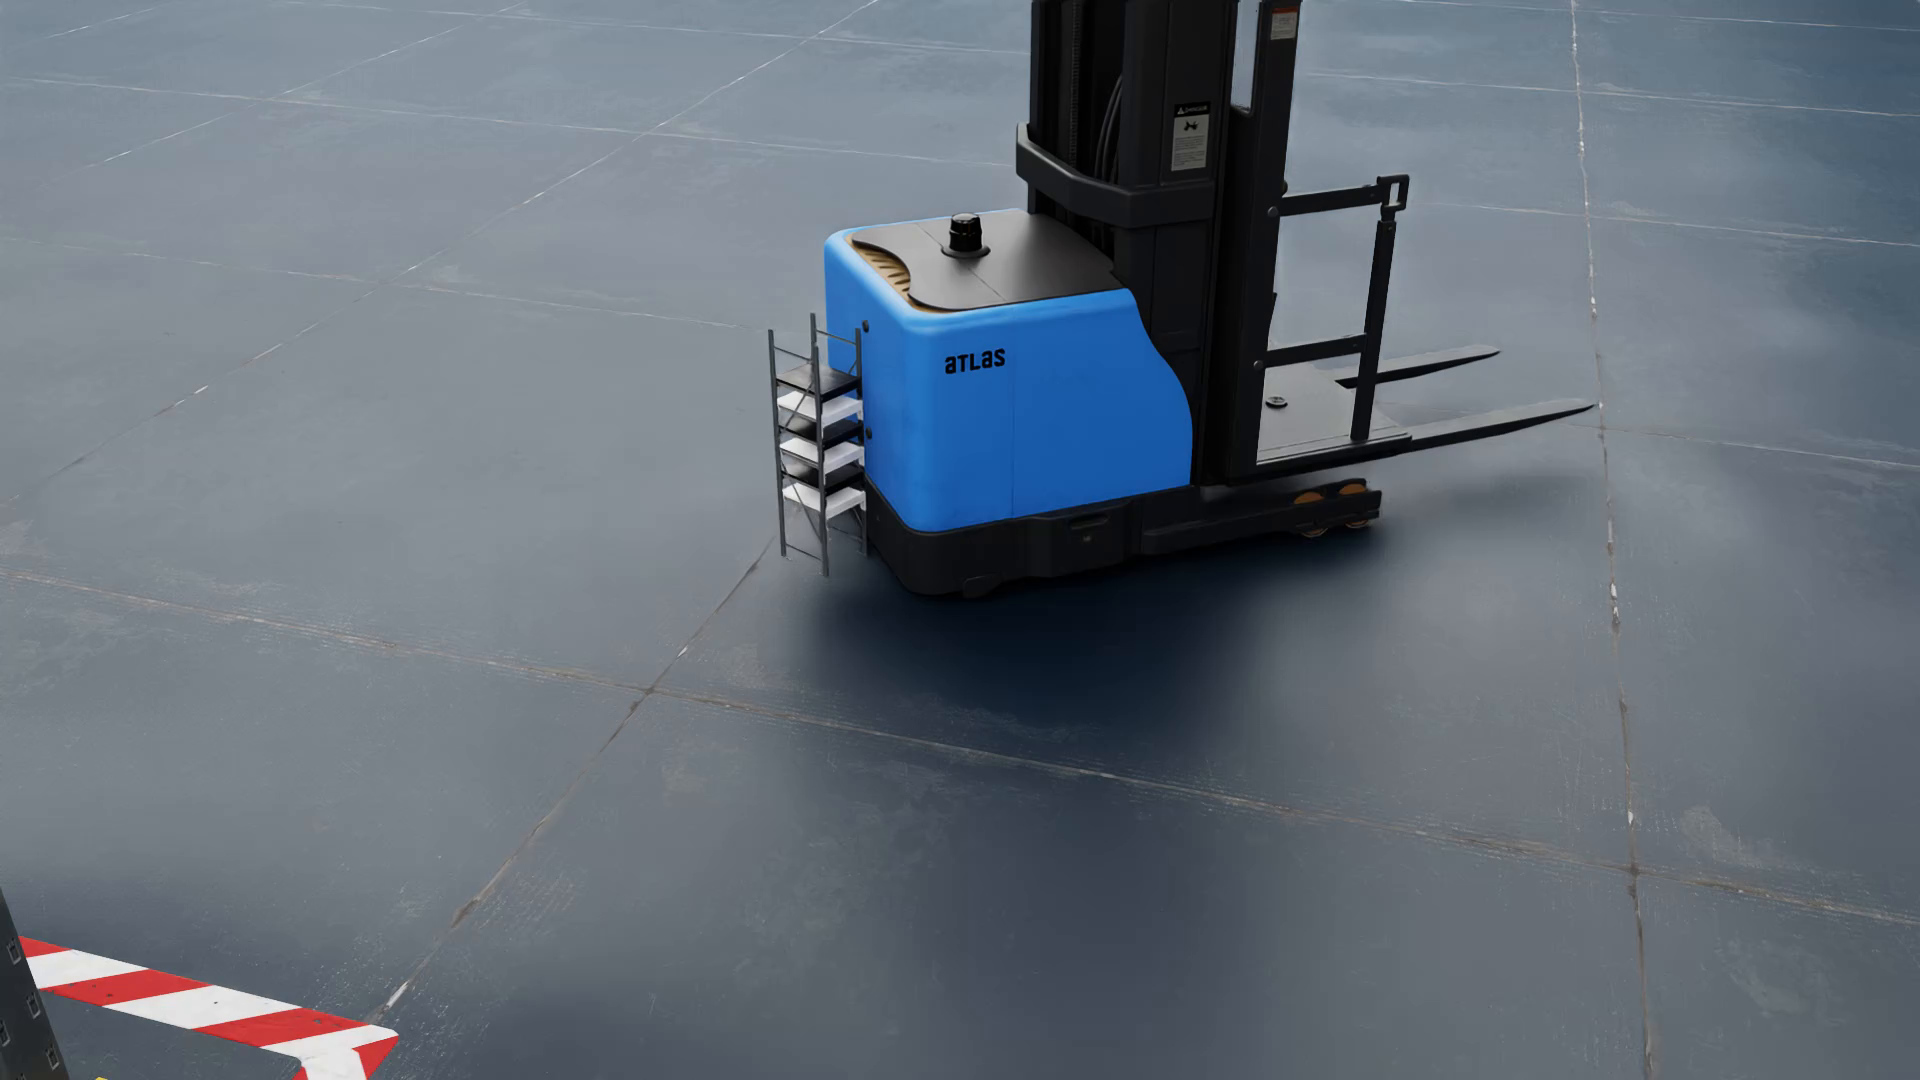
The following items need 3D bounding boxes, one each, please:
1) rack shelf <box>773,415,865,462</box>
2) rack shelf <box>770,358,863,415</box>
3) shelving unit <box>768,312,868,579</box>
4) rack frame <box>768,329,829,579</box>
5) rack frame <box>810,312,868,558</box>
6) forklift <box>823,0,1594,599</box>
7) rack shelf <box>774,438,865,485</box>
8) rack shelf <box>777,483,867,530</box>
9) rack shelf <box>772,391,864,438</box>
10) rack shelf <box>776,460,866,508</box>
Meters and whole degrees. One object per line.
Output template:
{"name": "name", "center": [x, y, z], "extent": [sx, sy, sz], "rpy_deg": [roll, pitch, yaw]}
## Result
{"name": "rack shelf", "center": [-0.500, -0.380, 5.891], "extent": [0.258, 0.077, 0.200], "rpy_deg": [23, 36, 35]}
{"name": "rack shelf", "center": [-0.500, -0.537, 5.803], "extent": [0.258, 0.077, 0.200], "rpy_deg": [23, 36, 35]}
{"name": "shelving unit", "center": [-0.500, -0.330, 5.918], "extent": [0.258, 0.900, 0.210], "rpy_deg": [23, 36, 35]}
{"name": "rack frame", "center": [-0.567, -0.293, 5.851], "extent": [0.240, 0.900, 0.006], "rpy_deg": [23, 36, 35]}
{"name": "rack frame", "center": [-0.433, -0.368, 5.985], "extent": [0.240, 0.900, 0.006], "rpy_deg": [23, 36, 35]}
{"name": "forklift", "center": [1.058, -1.518, 5.964], "extent": [3.031, 2.935, 1.130], "rpy_deg": [-11, 31, -19]}
{"name": "rack shelf", "center": [-0.500, -0.301, 5.934], "extent": [0.258, 0.077, 0.200], "rpy_deg": [23, 36, 35]}
{"name": "rack shelf", "center": [-0.500, -0.144, 6.022], "extent": [0.258, 0.077, 0.200], "rpy_deg": [23, 36, 35]}
{"name": "rack shelf", "center": [-0.500, -0.459, 5.847], "extent": [0.258, 0.077, 0.200], "rpy_deg": [23, 36, 35]}
{"name": "rack shelf", "center": [-0.500, -0.223, 5.978], "extent": [0.258, 0.077, 0.200], "rpy_deg": [23, 36, 35]}
